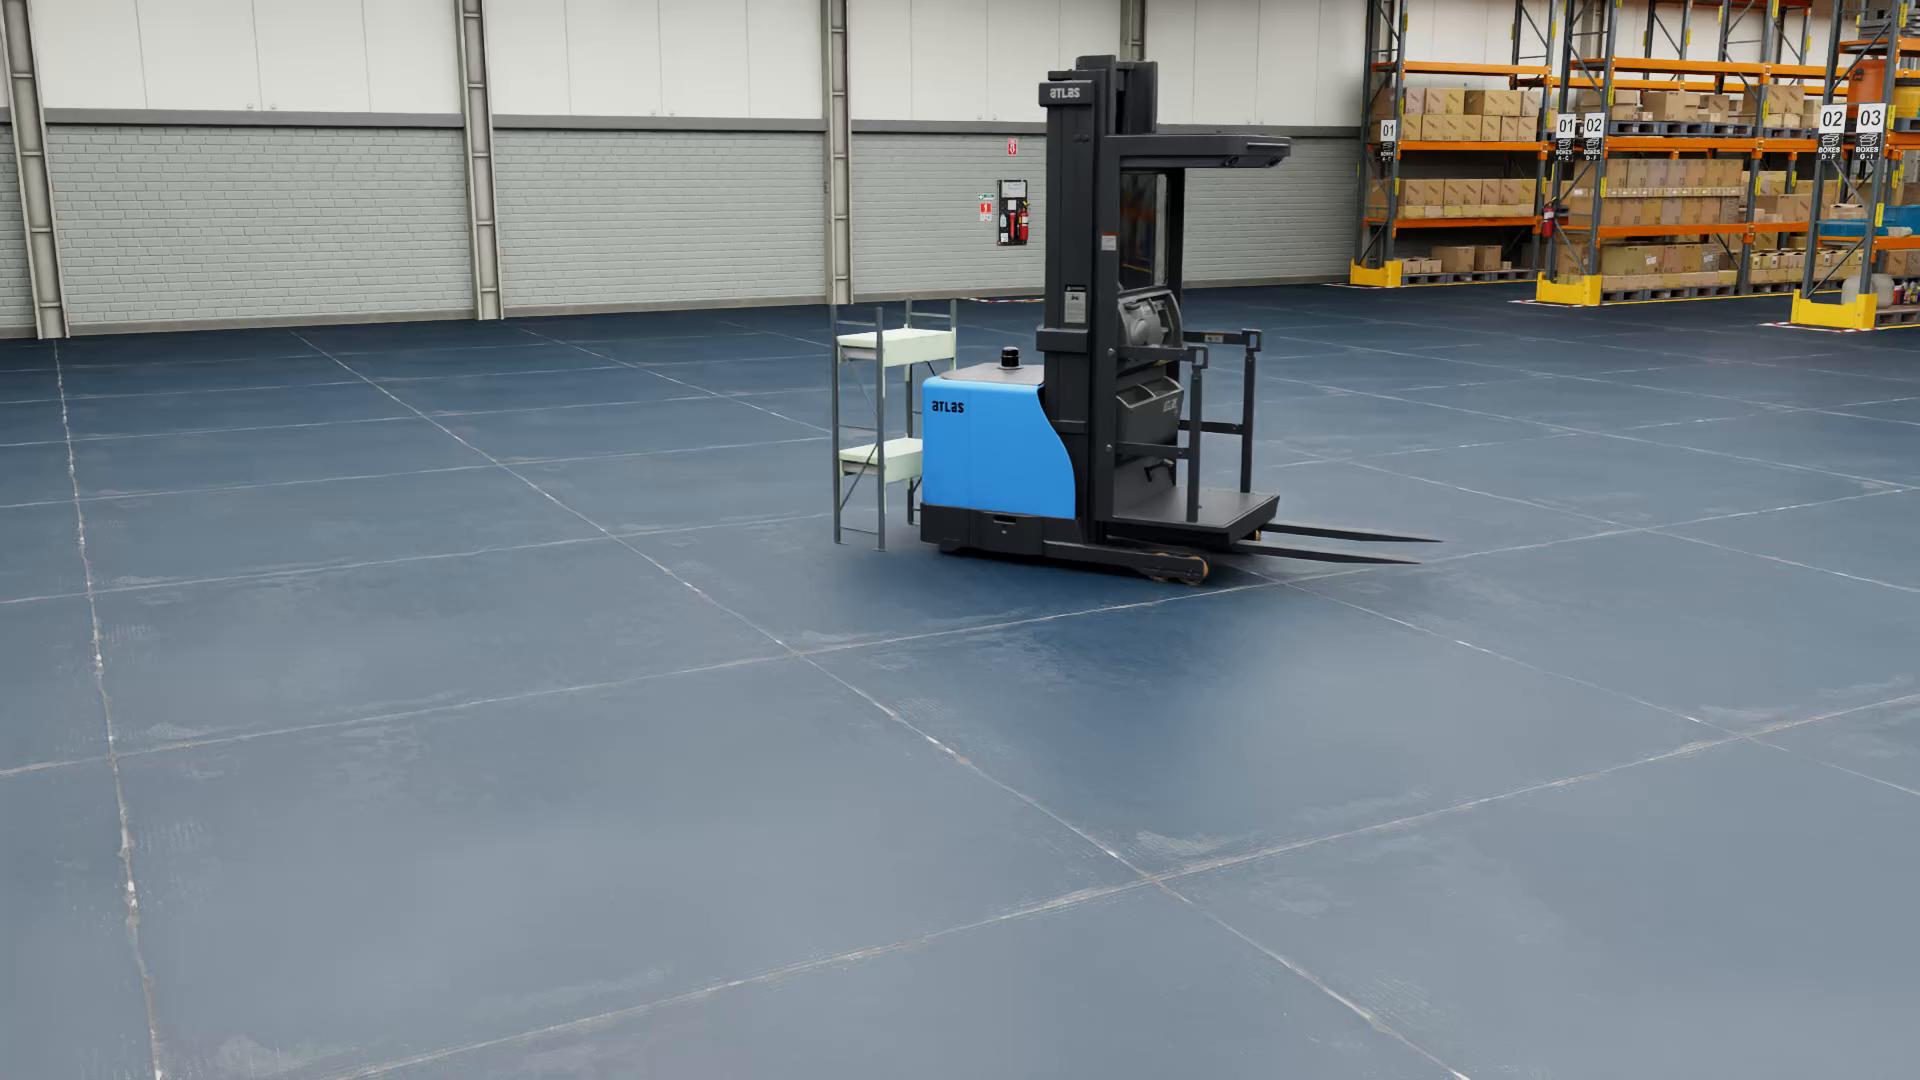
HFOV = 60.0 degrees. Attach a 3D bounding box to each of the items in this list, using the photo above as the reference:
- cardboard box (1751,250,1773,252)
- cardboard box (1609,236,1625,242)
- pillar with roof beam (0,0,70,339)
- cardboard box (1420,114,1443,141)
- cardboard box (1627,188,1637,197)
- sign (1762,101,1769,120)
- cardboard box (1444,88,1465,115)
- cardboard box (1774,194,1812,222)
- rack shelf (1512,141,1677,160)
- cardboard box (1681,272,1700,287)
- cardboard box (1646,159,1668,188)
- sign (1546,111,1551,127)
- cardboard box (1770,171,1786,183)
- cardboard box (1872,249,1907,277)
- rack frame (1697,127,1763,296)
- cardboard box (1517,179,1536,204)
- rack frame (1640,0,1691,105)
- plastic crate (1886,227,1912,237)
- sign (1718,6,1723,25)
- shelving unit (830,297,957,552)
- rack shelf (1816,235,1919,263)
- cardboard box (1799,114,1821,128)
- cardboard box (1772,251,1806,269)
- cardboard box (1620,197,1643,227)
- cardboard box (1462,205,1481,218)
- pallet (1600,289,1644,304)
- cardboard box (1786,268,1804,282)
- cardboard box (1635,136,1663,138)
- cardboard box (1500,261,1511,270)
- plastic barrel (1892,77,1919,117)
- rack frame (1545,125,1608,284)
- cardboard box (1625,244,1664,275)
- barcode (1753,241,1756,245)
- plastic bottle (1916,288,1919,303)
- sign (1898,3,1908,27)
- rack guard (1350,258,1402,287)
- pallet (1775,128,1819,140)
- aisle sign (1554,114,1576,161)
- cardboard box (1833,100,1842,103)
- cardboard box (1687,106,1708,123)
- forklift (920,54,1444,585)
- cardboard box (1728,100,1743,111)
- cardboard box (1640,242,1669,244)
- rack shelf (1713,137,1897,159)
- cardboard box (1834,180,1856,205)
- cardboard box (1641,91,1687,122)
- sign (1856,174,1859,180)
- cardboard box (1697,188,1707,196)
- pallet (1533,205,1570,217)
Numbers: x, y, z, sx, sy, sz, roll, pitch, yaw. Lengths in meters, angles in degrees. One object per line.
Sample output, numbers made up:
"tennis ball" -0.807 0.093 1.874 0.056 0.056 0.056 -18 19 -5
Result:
"cardboard box" 15.251 -5.379 31.708 0.500 0.311 0.500 -7 14 -28
"cardboard box" 14.137 -6.639 36.259 0.500 0.250 0.500 -7 14 -27
"pillar with roof beam" -10.551 -6.382 18.473 0.400 9.000 9.100 -7 14 -28
"cardboard box" 9.154 -8.128 32.790 0.500 0.500 0.500 -6 14 -24
"cardboard box" 11.527 -6.035 28.887 0.250 0.149 0.380 -7 14 -28
"sign" 14.407 -7.684 29.730 0.005 0.325 0.100 -7 14 -28
"cardboard box" 9.616 -8.672 32.930 0.500 0.500 0.500 -6 14 -26
"cardboard box" 15.724 -6.271 31.414 0.500 0.500 0.500 -7 14 -28
"rack shelf" 13.519 -8.313 35.524 4.000 0.370 1.077 -7 14 -28
"cardboard box" 12.962 -4.703 29.979 0.500 0.250 0.500 -7 14 -28
"cardboard box" 11.993 -6.459 29.295 0.500 0.500 0.700 -7 14 -28
"sign" 12.030 -8.602 33.992 0.005 0.325 0.100 -7 14 -28
"cardboard box" 18.498 -8.303 38.013 0.500 0.250 0.500 -6 14 -26
"cardboard box" 18.188 -5.445 32.663 0.500 0.500 0.500 -6 14 -25
"rack frame" 14.140 -6.036 30.599 0.127 3.000 1.000 -7 14 -28
"cardboard box" 11.497 -7.184 34.285 0.500 0.500 0.500 -7 14 -28
"rack frame" 15.274 -10.338 36.050 0.127 3.000 1.000 -7 14 -28
"plastic crate" 13.939 -4.564 24.658 0.250 0.136 0.298 -7 14 -28
"sign" 13.870 -9.561 30.288 0.005 0.325 0.100 -7 14 -28
"shelving unit" -0.408 -0.751 10.529 0.431 1.500 0.755 10 16 36
"rack shelf" 14.755 -4.520 25.500 4.000 0.370 1.077 -7 14 -28
"cardboard box" 15.848 -7.821 31.081 0.500 0.250 0.500 -8 15 -33
"cardboard box" 15.518 -5.275 31.246 0.500 0.311 0.500 -7 15 -30
"cardboard box" 11.504 -5.767 29.175 0.500 0.500 0.700 -6 14 -26
"cardboard box" 10.177 -6.659 33.662 0.500 0.250 0.500 -7 14 -27
"pallet" 11.280 -4.344 29.429 1.213 0.211 1.003 -7 14 -28
"cardboard box" 15.516 -5.003 31.314 0.500 0.250 0.500 -7 15 -30
"cardboard box" 14.772 -8.713 35.820 0.500 0.311 0.500 -7 14 -28
"cardboard box" 11.308 -5.761 34.826 0.250 0.166 0.380 -9 16 -35
"plastic barrel" 13.939 -6.565 24.731 0.600 0.588 0.600 0 13 0
"rack frame" 10.629 -5.615 28.729 0.127 3.000 1.000 -7 14 -28
"cardboard box" 12.077 -4.966 29.443 0.500 0.500 0.500 -7 14 -28
"barcode" 14.564 -5.446 30.483 0.075 0.075 0.001 -7 14 -28
"plastic bottle" 15.157 -3.872 26.182 0.135 0.276 0.152 -7 14 -28
"sign" 13.259 -7.379 23.377 0.005 0.325 0.100 -7 14 -28
"rack guard" 8.319 -5.358 33.279 0.348 0.500 1.175 -7 14 -28
"pallet" 16.118 -7.621 31.241 1.213 0.211 1.003 -6 14 -25
"aisle sign" 10.431 -6.933 28.665 0.004 0.787 0.394 -7 14 -28
"cardboard box" 19.994 -9.918 38.465 0.500 0.500 0.500 -7 15 -29
"cardboard box" 13.098 -7.670 29.956 0.500 0.311 0.500 -8 15 -31
"forklift" 1.304 -1.305 9.731 3.031 2.935 1.130 6 14 26
"cardboard box" 17.473 -9.797 37.538 0.500 0.250 0.500 -7 15 -30
"cardboard box" 12.706 -5.172 30.356 0.500 0.500 0.500 -7 14 -28
"rack shelf" 15.896 -7.359 31.284 4.000 0.370 1.077 -7 14 -28
"cardboard box" 20.547 -8.187 39.471 0.700 0.700 0.980 -8 15 -31
"cardboard box" 12.218 -7.523 28.870 0.500 0.500 0.500 -7 14 -28
"sign" 22.036 -8.821 40.823 0.005 0.325 0.100 -7 14 -28
"cardboard box" 13.110 -6.225 29.732 0.250 0.149 0.380 -7 14 -28
"pallet" 12.504 -6.949 35.093 1.213 0.211 1.003 -7 14 -28
